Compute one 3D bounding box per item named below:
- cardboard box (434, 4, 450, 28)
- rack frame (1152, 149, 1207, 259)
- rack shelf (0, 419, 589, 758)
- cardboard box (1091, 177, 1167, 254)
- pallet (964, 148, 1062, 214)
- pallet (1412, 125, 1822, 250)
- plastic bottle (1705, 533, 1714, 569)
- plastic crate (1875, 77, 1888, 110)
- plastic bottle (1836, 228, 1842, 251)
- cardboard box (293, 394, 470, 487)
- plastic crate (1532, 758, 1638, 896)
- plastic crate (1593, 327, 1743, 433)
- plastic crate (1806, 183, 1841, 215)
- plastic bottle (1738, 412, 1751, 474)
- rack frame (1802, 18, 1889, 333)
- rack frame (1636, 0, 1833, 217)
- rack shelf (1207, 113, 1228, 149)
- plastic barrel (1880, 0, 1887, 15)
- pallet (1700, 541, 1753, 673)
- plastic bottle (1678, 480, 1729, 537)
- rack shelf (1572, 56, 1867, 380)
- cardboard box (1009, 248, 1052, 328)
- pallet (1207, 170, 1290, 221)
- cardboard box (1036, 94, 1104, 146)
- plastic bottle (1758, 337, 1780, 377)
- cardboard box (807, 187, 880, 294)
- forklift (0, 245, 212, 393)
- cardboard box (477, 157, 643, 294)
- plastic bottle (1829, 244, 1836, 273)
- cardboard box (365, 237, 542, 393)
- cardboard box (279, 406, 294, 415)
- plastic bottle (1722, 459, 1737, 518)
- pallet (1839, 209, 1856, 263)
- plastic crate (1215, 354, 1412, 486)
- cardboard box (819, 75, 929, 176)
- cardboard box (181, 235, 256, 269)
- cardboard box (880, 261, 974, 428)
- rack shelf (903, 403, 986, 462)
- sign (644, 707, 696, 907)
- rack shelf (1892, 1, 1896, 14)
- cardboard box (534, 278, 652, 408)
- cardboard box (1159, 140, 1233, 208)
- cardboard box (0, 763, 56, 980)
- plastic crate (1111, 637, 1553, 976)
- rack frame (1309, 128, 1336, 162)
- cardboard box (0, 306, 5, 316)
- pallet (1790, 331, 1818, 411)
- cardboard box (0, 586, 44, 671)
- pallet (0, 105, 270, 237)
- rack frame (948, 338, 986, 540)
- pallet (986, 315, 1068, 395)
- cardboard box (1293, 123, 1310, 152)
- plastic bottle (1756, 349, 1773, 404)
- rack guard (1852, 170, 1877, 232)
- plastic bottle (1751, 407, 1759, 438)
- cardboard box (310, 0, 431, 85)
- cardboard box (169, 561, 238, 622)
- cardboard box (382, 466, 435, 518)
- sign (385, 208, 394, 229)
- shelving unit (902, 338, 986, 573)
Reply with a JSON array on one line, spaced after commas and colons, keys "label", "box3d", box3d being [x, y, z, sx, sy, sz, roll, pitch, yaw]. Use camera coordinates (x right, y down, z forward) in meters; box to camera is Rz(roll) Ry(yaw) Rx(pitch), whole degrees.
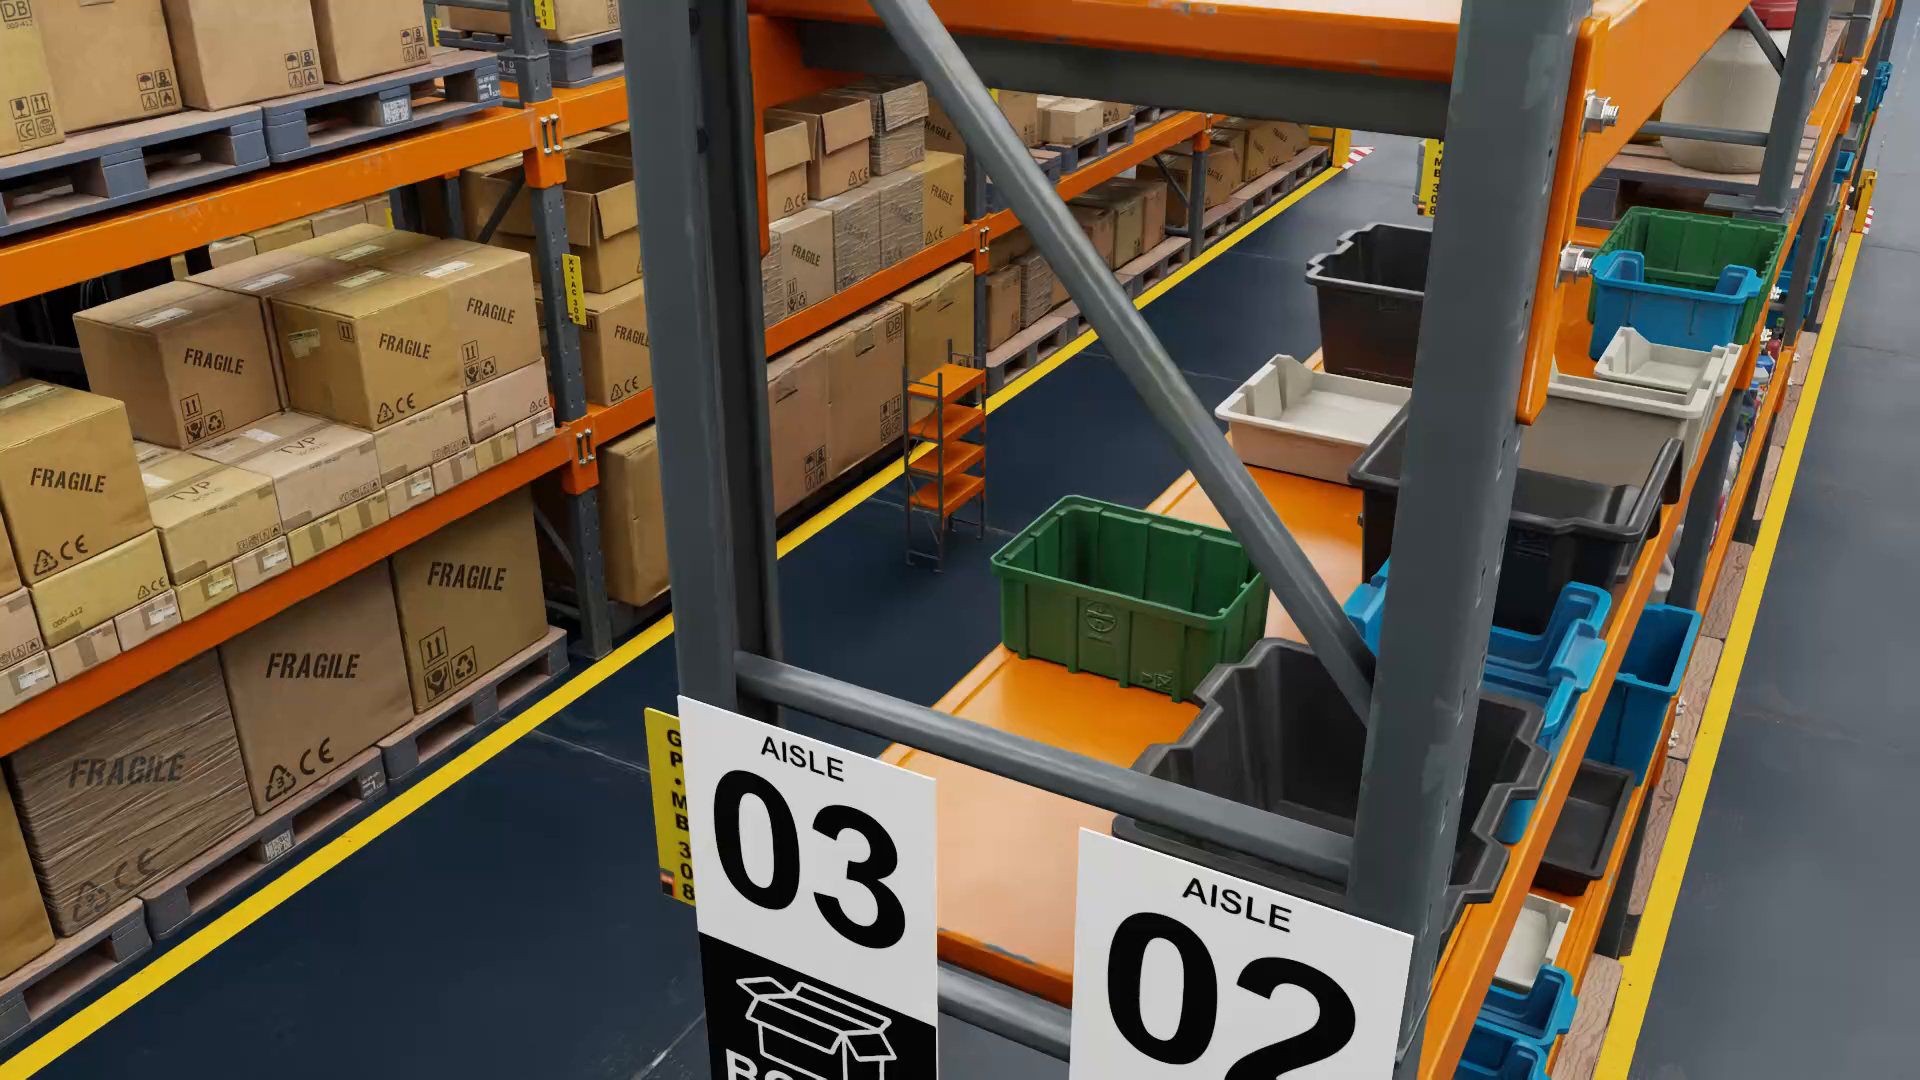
[{"label": "cardboard box", "box3d": [-4.327, -4.204, 13.569, 0.700, 0.500, 0.500, 14, 30, 26]}, {"label": "rack frame", "box3d": [1.679, -3.967, 14.323, 1.000, 3.000, 0.127, 14, 30, 26]}, {"label": "rack shelf", "box3d": [-3.240, 0.252, 6.699, 1.077, 0.370, 4.000, 14, 30, 26]}, {"label": "cardboard box", "box3d": [1.359, -2.811, 14.316, 0.700, 0.500, 0.500, 12, 29, 22]}, {"label": "pallet", "box3d": [-0.030, -2.623, 11.854, 1.213, 0.211, 1.003, 14, 30, 26]}, {"label": "pallet", "box3d": [2.357, -1.342, 5.940, 1.213, 0.211, 1.003, 14, 30, 26]}, {"label": "plastic bottle", "box3d": [2.924, 0.014, 6.592, 0.097, 0.201, 0.097, 0, 27, 0]}, {"label": "plastic crate", "box3d": [7.649, -3.856, 14.268, 0.499, 0.251, 0.408, 14, 30, 26]}, {"label": "plastic bottle", "box3d": [7.396, -2.555, 14.047, 0.061, 0.283, 0.133, 15, 30, 27]}, {"label": "cardboard box", "box3d": [-2.497, -0.483, 7.199, 0.500, 0.250, 0.500, 15, 30, 28]}, {"label": "plastic crate", "box3d": [1.739, 0.833, 4.975, 0.437, 0.125, 0.590, 14, 30, 26]}, {"label": "plastic crate", "box3d": [1.762, -0.402, 4.146, 0.293, 0.136, 0.466, 14, 30, 26]}, {"label": "plastic crate", "box3d": [5.085, -1.908, 10.140, 0.402, 0.464, 0.583, 14, 30, 26]}, {"label": "plastic bottle", "box3d": [3.477, -0.444, 7.416, 0.061, 0.283, 0.133, 14, 30, 26]}, {"label": "rack frame", "box3d": [5.992, -2.876, 12.145, 1.000, 3.000, 0.127, 14, 30, 26]}, {"label": "rack frame", "box3d": [2.056, -2.441, 4.573, 1.000, 3.000, 0.127, 14, 30, 26]}, {"label": "rack shelf", "box3d": [2.663, -4.425, 16.042, 1.077, 0.370, 4.000, 14, 30, 26]}, {"label": "plastic barrel", "box3d": [4.939, -3.378, 9.316, 0.600, 0.830, 0.708, 14, 30, 26]}, {"label": "pallet", "box3d": [3.672, 0.246, 9.023, 1.003, 0.211, 1.213, 14, 30, 26]}, {"label": "plastic bottle", "box3d": [3.071, -0.160, 6.858, 0.152, 0.276, 0.135, 14, 30, 26]}, {"label": "rack shelf", "box3d": [3.040, -1.557, 6.963, 1.077, 0.370, 4.000, 14, 30, 26]}, {"label": "cardboard box", "box3d": [0.286, -1.971, 12.638, 0.700, 0.500, 0.500, 12, 29, 22]}, {"label": "pallet", "box3d": [2.578, -3.467, 16.440, 1.003, 0.211, 1.213, 14, 30, 26]}, {"label": "cardboard box", "box3d": [0.736, -3.131, 12.353, 0.500, 0.250, 0.500, 13, 30, 25]}, {"label": "plastic bottle", "box3d": [4.124, -0.936, 8.491, 0.097, 0.201, 0.097, 0, 27, 0]}, {"label": "cardboard box", "box3d": [-0.818, -1.810, 9.902, 0.500, 0.500, 0.500, 13, 29, 24]}, {"label": "forklift", "box3d": [-4.427, -1.396, 9.264, 1.130, 2.935, 3.031, 8, 28, 16]}, {"label": "cardboard box", "box3d": [-1.949, -1.593, 8.349, 0.797, 0.503, 0.637, 13, 30, 25]}, {"label": "plastic bottle", "box3d": [7.052, -2.351, 13.563, 0.144, 0.351, 0.185, 14, 30, 26]}, {"label": "cardboard box", "box3d": [-2.249, -1.012, 7.419, 0.500, 0.500, 0.500, 15, 30, 28]}, {"label": "cardboard box", "box3d": [-2.964, -0.597, 7.427, 0.500, 0.250, 0.500, 14, 30, 26]}, {"label": "plastic bottle", "box3d": [3.185, -0.251, 7.038, 0.152, 0.276, 0.135, 14, 30, 26]}, {"label": "pallet", "box3d": [7.559, -2.833, 15.173, 1.003, 0.211, 1.213, 14, 30, 26]}, {"label": "plastic crate", "box3d": [0.889, -0.283, 3.908, 0.437, 0.136, 0.530, 14, 30, 26]}, {"label": "cardboard box", "box3d": [-0.662, -2.620, 10.400, 0.797, 0.503, 0.637, 15, 30, 28]}, {"label": "cardboard box", "box3d": [-5.417, -2.022, 11.923, 0.500, 0.250, 0.500, 15, 30, 28]}, {"label": "cardboard box", "box3d": [-0.646, -1.381, 11.063, 1.225, 0.875, 0.875, 13, 29, 24]}, {"label": "rack shelf", "box3d": [-0.081, -0.612, 9.283, 0.258, 0.148, 0.480, 14, 30, 26]}, {"label": "sign", "box3d": [-0.399, 0.391, 2.384, 0.100, 0.325, 0.005, 14, 30, 26]}, {"label": "rack shelf", "box3d": [6.976, -4.675, 13.191, 1.077, 0.370, 4.000, 14, 30, 26]}, {"label": "cardboard box", "box3d": [-1.812, -1.018, 8.321, 0.500, 0.500, 0.500, 14, 30, 26]}, {"label": "cardboard box", "box3d": [2.186, -3.409, 15.532, 0.500, 0.500, 0.500, -22, 34, -37]}, {"label": "cardboard box", "box3d": [-3.979, 1.205, 5.896, 0.875, 0.875, 0.875, 14, 30, 26]}, {"label": "plastic crate", "box3d": [0.520, 0.429, 2.337, 0.497, 0.269, 0.590, 14, 30, 26]}, {"label": "rack frame", "box3d": [3.647, -5.526, 17.438, 1.000, 3.000, 0.127, 14, 30, 26]}, {"label": "cardboard box", "box3d": [-6.378, -1.732, 11.345, 0.500, 0.250, 0.500, 13, 30, 25]}, {"label": "pallet", "box3d": [5.639, -1.315, 12.140, 1.003, 0.211, 1.213, 14, 30, 26]}, {"label": "cardboard box", "box3d": [-3.503, 0.312, 5.611, 0.500, 0.250, 0.500, 14, 30, 25]}, {"label": "pallet", "box3d": [-3.269, -1.361, 5.865, 1.003, 0.211, 1.213, 14, 30, 26]}, {"label": "rack frame", "box3d": [0.039, -0.567, 9.543, 0.240, 1.200, 0.015, 14, 30, 26]}, {"label": "pallet", "box3d": [0.097, -1.465, 12.441, 1.003, 0.211, 1.213, 14, 30, 26]}, {"label": "cardboard box", "box3d": [3.325, -4.356, 17.424, 0.500, 0.500, 0.500, 21, 33, 35]}, {"label": "plastic bottle", "box3d": [3.914, -0.801, 8.144, 0.097, 0.271, 0.097, 0, 27, 0]}, {"label": "rack guard", "box3d": [7.963, -3.277, 15.738, 1.175, 0.500, 0.348, 14, 30, 26]}, {"label": "plastic bottle", "box3d": [3.675, -0.580, 7.780, 0.097, 0.201, 0.097, 0, 27, 0]}, {"label": "cardboard box", "box3d": [-2.589, -2.149, 6.649, 0.700, 0.500, 0.500, 12, 29, 23]}, {"label": "cardboard box", "box3d": [-3.006, 0.157, 6.367, 0.380, 0.149, 0.250, 13, 30, 25]}, {"label": "cardboard box", "box3d": [-2.500, -0.245, 7.169, 0.380, 0.149, 0.250, 15, 30, 27]}, {"label": "sign", "box3d": [-2.733, -1.447, 8.085, 0.100, 0.325, 0.005, 14, 30, 26]}, {"label": "shelving unit", "box3d": [-0.081, -0.472, 9.353, 0.258, 1.200, 0.503, 14, 30, 26]}]
